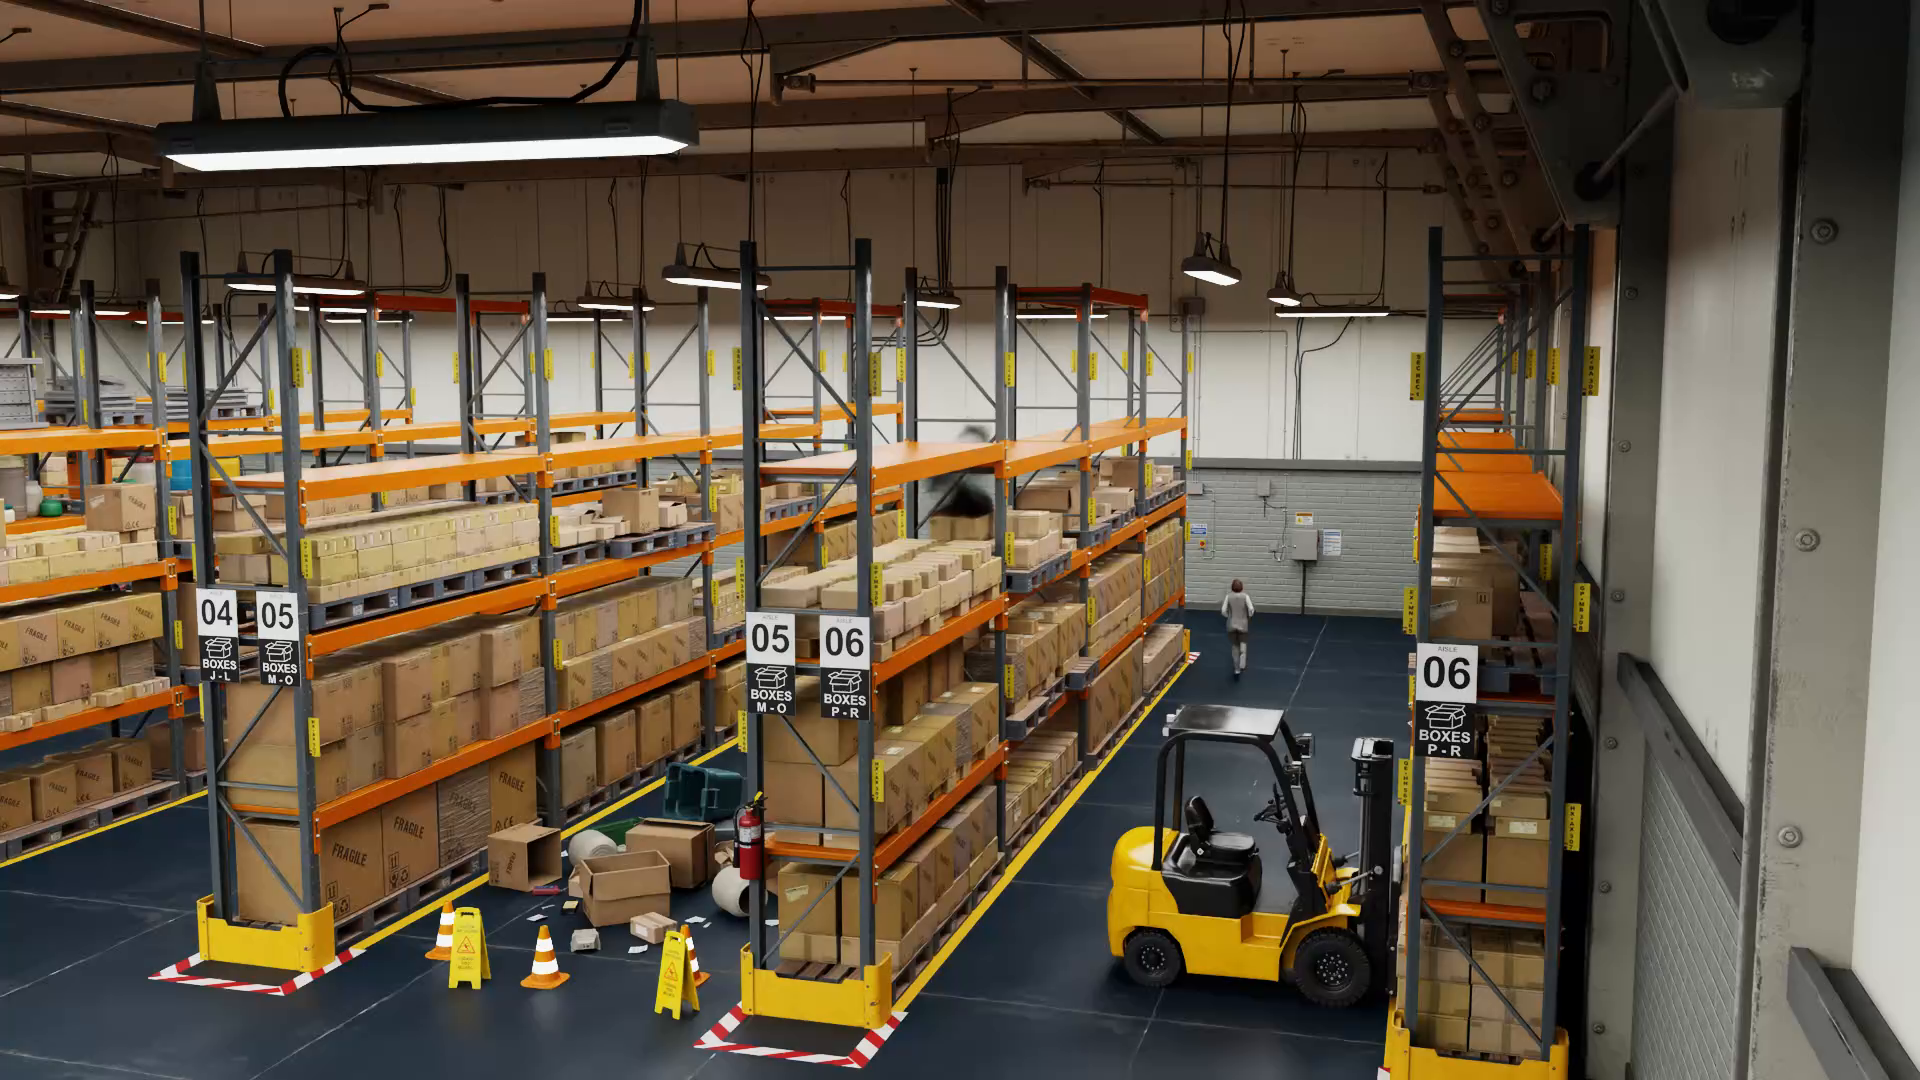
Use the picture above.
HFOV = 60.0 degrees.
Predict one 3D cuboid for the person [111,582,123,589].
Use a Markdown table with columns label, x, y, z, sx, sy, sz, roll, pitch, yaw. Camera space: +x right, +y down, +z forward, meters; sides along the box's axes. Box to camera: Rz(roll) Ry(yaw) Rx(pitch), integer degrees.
| label | x | y | z | sx | sy | sz | roll | pitch | yaw |
| --- | --- | --- | --- | --- | --- | --- | --- | --- | --- |
| person | -14.922 | 1.091 | 29.302 | 0.550 | 1.621 | 0.622 | 1 | 6 | 9 |

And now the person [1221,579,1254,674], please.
| label | x | y | z | sx | sy | sz | roll | pitch | yaw |
| --- | --- | --- | --- | --- | --- | --- | --- | --- | --- |
| person | 4.490 | 1.398 | 26.891 | 0.525 | 1.547 | 0.533 | 1 | 6 | 10 |
